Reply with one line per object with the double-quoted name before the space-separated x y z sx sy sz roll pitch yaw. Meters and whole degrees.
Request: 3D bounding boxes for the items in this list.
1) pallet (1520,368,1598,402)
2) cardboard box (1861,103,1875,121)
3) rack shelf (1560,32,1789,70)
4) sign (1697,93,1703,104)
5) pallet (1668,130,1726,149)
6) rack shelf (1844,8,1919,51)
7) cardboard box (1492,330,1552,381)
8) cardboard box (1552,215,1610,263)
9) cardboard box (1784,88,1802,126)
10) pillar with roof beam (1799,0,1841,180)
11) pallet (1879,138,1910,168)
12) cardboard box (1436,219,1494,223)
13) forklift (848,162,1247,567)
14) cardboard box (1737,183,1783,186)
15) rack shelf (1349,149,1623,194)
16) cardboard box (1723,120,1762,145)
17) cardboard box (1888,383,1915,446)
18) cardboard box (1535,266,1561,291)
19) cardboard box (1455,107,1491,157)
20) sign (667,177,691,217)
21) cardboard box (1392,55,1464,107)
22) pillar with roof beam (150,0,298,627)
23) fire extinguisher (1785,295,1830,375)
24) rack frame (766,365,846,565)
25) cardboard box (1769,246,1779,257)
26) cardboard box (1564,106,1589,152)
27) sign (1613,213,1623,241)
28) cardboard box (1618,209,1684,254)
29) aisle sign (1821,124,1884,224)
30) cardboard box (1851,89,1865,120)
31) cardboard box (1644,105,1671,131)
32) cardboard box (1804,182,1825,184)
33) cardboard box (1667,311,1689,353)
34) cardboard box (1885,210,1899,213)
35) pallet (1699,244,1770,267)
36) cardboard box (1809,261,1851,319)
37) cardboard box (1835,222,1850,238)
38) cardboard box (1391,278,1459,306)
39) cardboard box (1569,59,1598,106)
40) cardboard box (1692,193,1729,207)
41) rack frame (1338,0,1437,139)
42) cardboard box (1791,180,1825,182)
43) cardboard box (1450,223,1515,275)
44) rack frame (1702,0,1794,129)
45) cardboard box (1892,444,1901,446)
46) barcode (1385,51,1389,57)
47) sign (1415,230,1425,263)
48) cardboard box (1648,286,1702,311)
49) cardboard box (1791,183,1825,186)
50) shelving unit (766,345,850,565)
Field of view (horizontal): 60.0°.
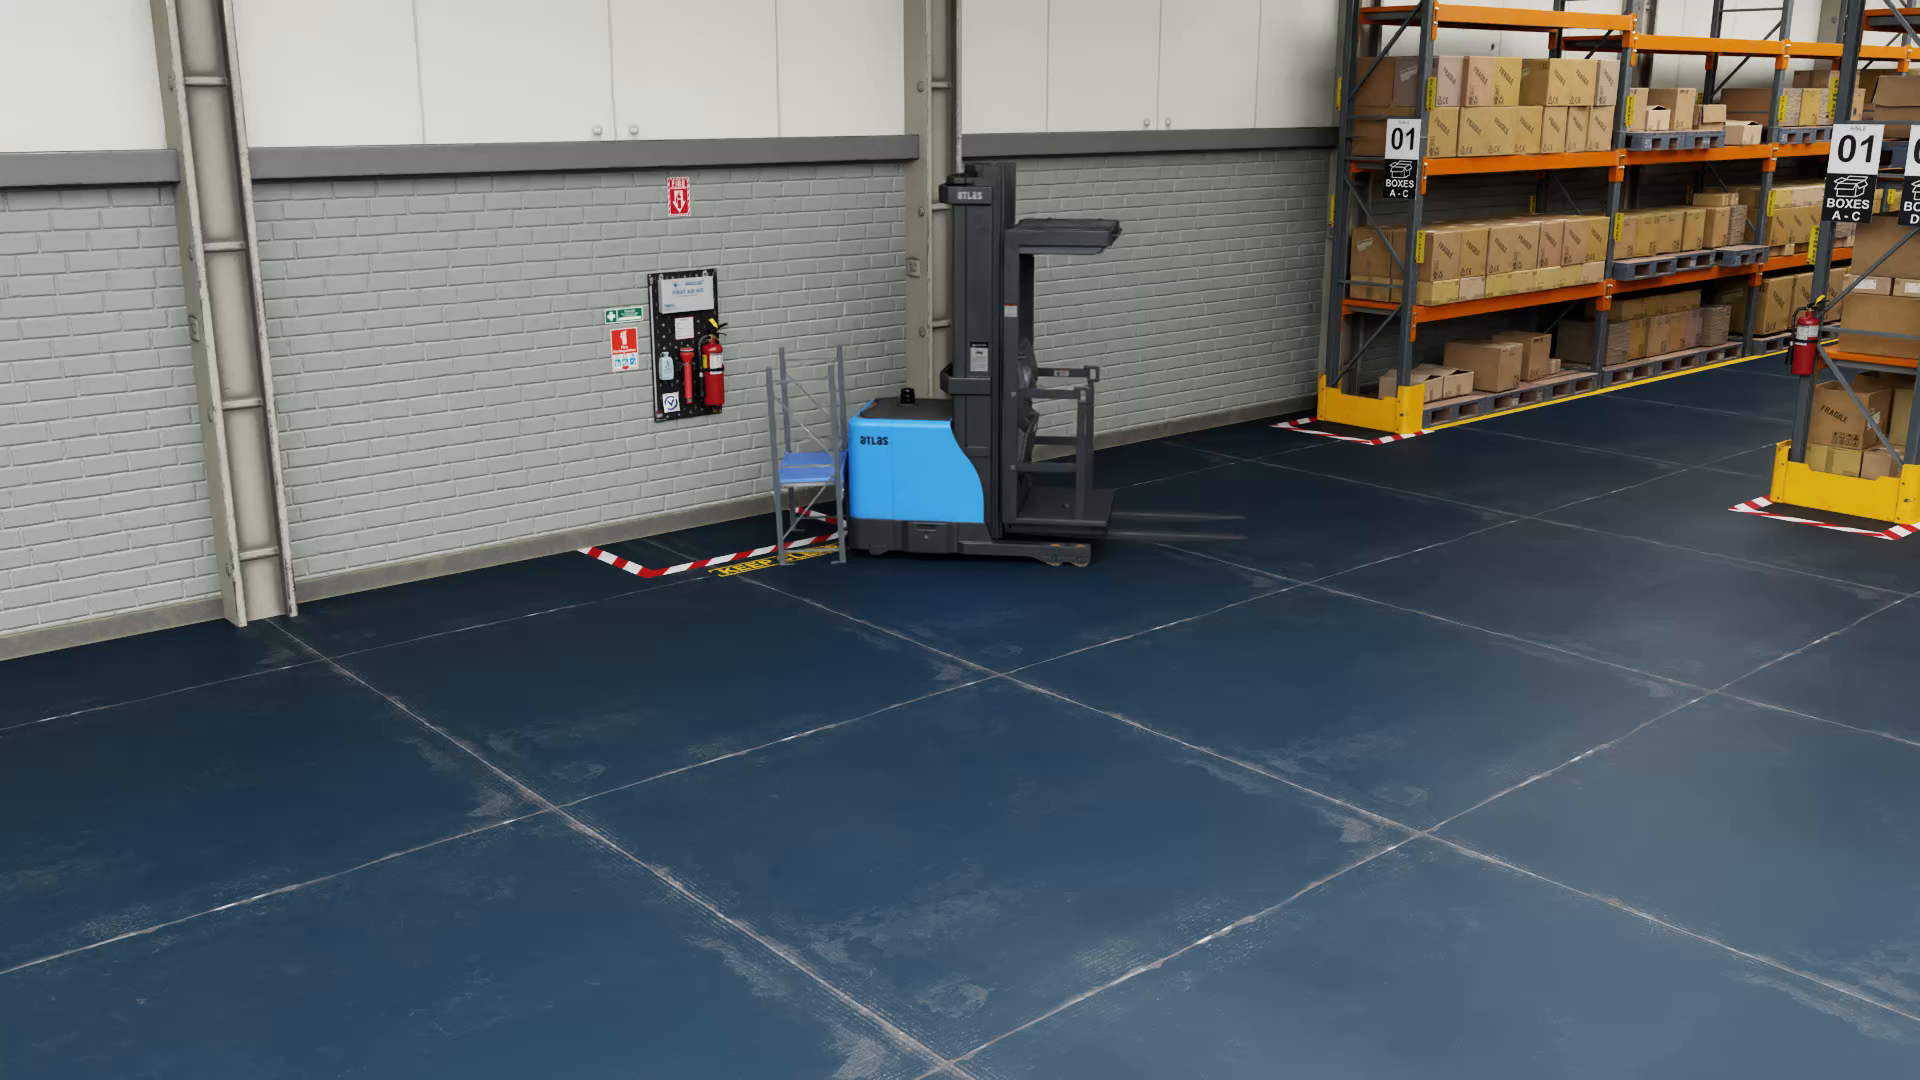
"pallet" 6.869 -1.888 19.911 1.213 0.211 1.003 -13 19 -39
"cardboard box" 13.750 -6.501 25.246 0.500 0.250 0.500 -12 19 -39
"rack shelf" 8.861 -6.053 20.641 4.000 0.370 1.077 -13 19 -39
"sign" 10.012 -5.881 22.485 0.005 0.325 0.100 -13 19 -39
"pallet" 8.669 -4.975 20.613 1.003 0.211 1.213 -13 19 -39
"rack shelf" 9.099 -4.411 14.496 4.000 0.370 1.077 -13 19 -39
"cardboard box" 6.596 -2.178 19.581 0.500 0.500 0.500 14 21 43
"cardboard box" 7.199 -3.515 19.397 0.500 0.500 0.500 -13 20 -39
"cardboard box" 11.064 -5.937 22.806 0.500 0.500 0.700 -14 20 -42
"pillar with roof beam" 16.174 -7.059 22.239 0.400 9.000 9.100 -13 19 -39
"pallet" 8.140 -3.236 13.911 1.213 0.211 1.003 -13 19 -39
"cardboard box" 5.704 -3.356 18.802 0.500 0.500 0.500 -12 19 -39
"forklift" 0.701 -1.358 12.654 3.031 2.935 1.130 2 15 8
"cardboard box" 11.324 -4.898 23.514 0.500 0.250 0.500 -13 20 -41
"rack shelf" 5.844 -4.119 18.440 4.000 0.370 1.077 -13 19 -39
"cardboard box" 10.004 -5.275 21.508 0.500 0.311 0.500 -13 19 -39
"cardboard box" 8.516 -1.084 14.558 0.500 0.500 0.500 -13 19 -39
"cardboard box" 6.444 -2.983 18.858 0.500 0.250 0.500 -13 20 -40
"cardboard box" 5.180 -4.278 17.407 0.500 0.500 0.500 -11 19 -36
"sign" -2.192 -2.676 12.964 0.199 0.298 0.001 -13 19 -39
"cardboard box" 4.785 -4.687 17.001 0.500 0.500 0.500 14 21 43
"pillar with roof beam" -1.931 -2.993 7.018 0.400 9.000 9.100 -13 19 -39
"fire extinguisher" 7.196 -1.748 14.131 0.183 0.674 0.296 -13 19 -39
"rack frame" -1.142 -0.546 12.353 0.500 1.500 0.032 -2 15 0
"cardboard box" 10.966 -3.974 22.763 0.250 0.149 0.380 -12 19 -39
"cardboard box" 6.744 -4.647 18.788 0.500 0.500 0.500 14 20 42
"sign" 7.715 -3.670 19.500 0.005 0.325 0.100 -13 19 -39
"cardboard box" 8.662 -3.908 21.020 0.500 0.500 0.700 -10 18 -32
"aisle sign" 7.347 -3.017 13.694 0.004 0.787 0.394 -13 19 -39
"cardboard box" 12.652 -6.294 24.141 0.500 0.500 0.700 -14 20 -42
"cardboard box" 8.282 -5.147 20.252 0.500 0.311 0.500 -12 19 -38
"cardboard box" 12.426 -4.975 23.802 0.500 0.250 0.500 -12 19 -38
"cardboard box" 9.040 -2.752 21.733 0.500 0.500 0.700 -13 20 -40
"cardboard box" 8.383 -2.566 14.335 0.500 0.500 0.700 -13 20 -41
"pallet" 9.903 -3.800 22.034 1.003 0.211 1.213 -13 19 -39
"cardboard box" 12.983 -3.740 24.792 0.750 0.750 0.750 -12 19 -39
"cardboard box" 12.442 -4.614 23.903 0.500 0.500 0.500 -13 19 -39
"cardboard box" 4.912 -2.637 17.560 0.500 0.250 0.500 -13 20 -41
"cardboard box" 6.744 -5.113 18.598 0.500 0.500 0.500 -11 19 -36
"cardboard box" 9.897 -4.486 21.930 0.380 0.149 0.250 12 19 38
"rack frame" 4.335 -5.577 16.691 0.127 3.000 1.000 -13 19 -39
"cardboard box" 12.479 -5.158 24.487 0.500 0.250 0.500 -12 19 -39
"cardboard box" 5.666 -3.169 18.099 0.500 0.500 0.500 -13 20 -41
"rack frame" 10.370 -6.932 21.765 0.127 3.000 1.000 -13 19 -39
"cardboard box" 8.515 -0.722 14.656 0.500 0.250 0.500 -13 19 -39
"barcode" 4.543 -5.167 17.674 0.075 0.075 0.001 -13 19 -39
"sign" 4.691 -2.991 16.959 0.005 0.325 0.100 -13 19 -39
"cardboard box" 9.390 -3.185 21.898 0.500 0.250 0.500 -12 19 -38
"cardboard box" 12.042 -4.889 23.478 0.500 0.250 0.500 -13 20 -40
"shelving unit" -1.147 -0.677 12.844 0.538 1.500 1.048 -2 15 0
